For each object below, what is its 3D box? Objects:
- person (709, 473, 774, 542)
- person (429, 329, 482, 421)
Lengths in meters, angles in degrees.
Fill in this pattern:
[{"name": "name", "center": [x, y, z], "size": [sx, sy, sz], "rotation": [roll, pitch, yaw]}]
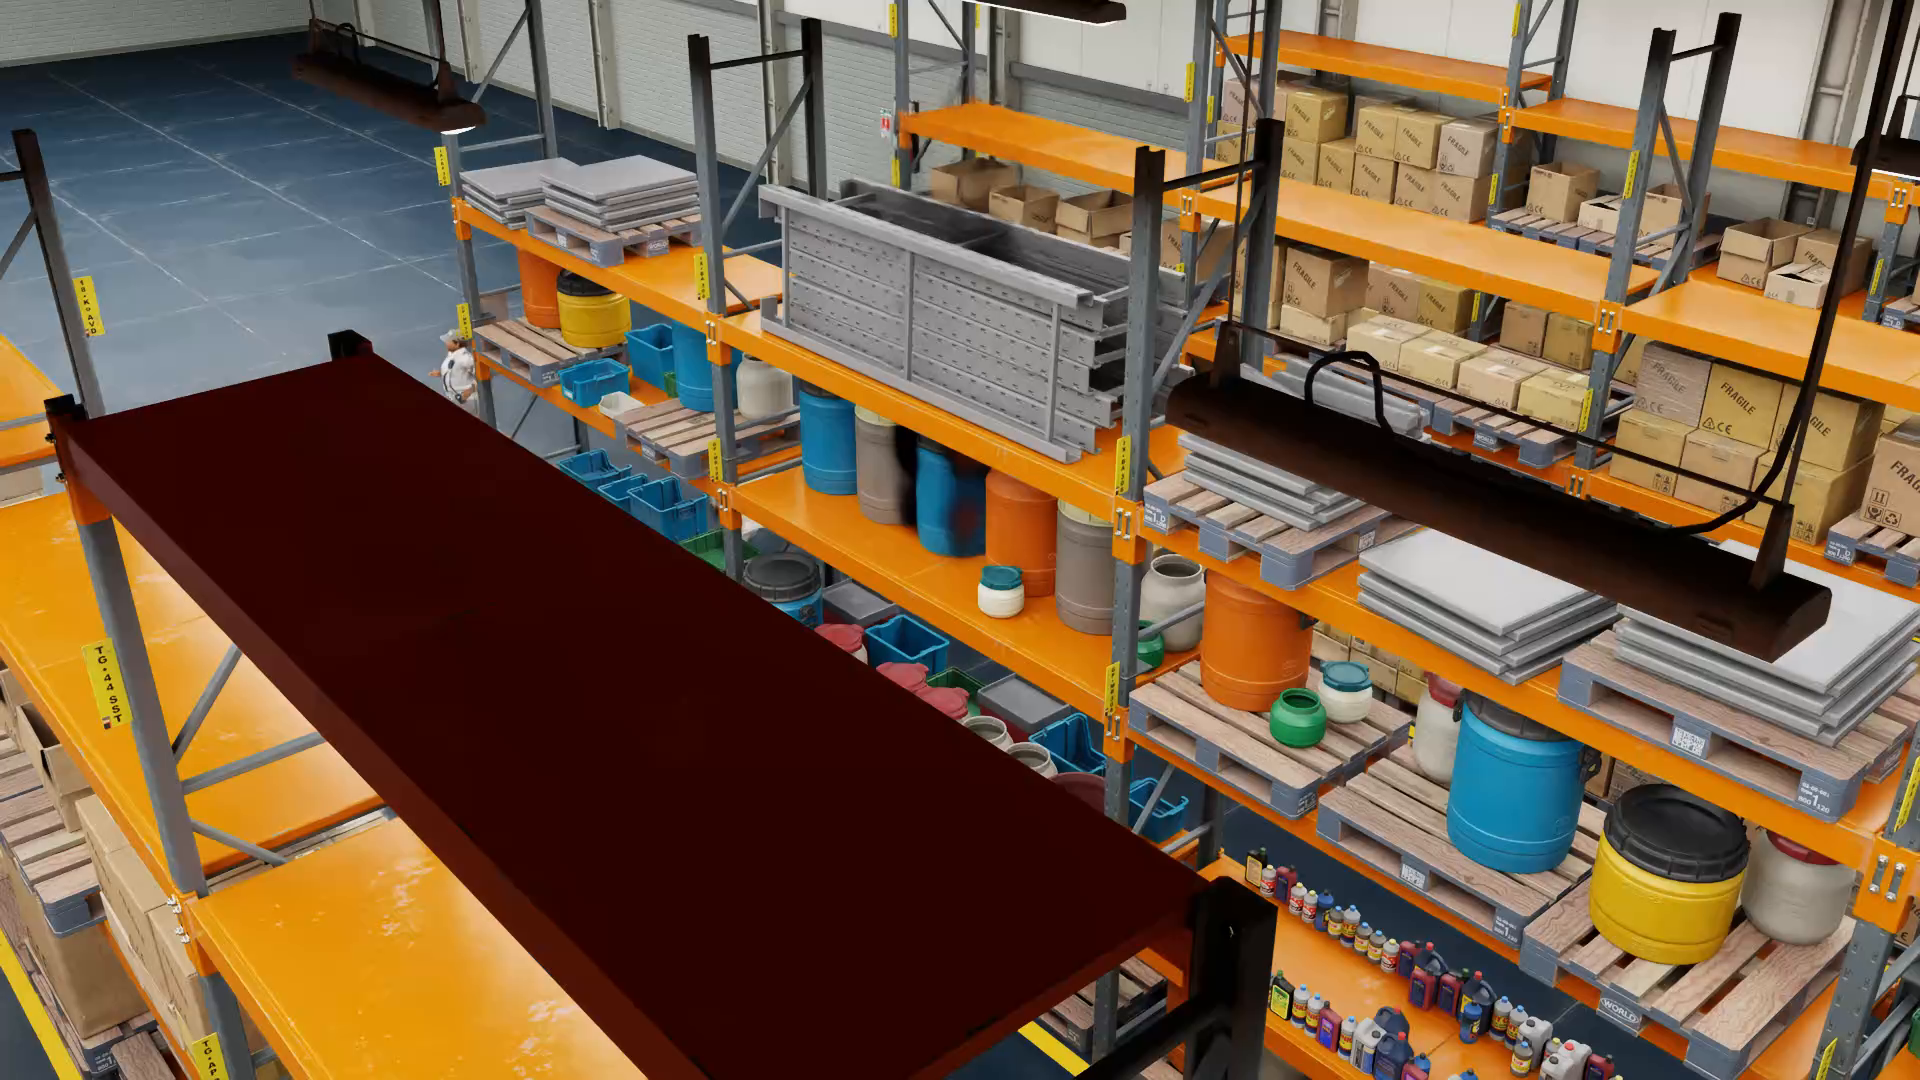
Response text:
[{"name": "person", "center": [-2.116, -0.175, 15.958], "size": [0.634, 1.738, 0.668], "rotation": [20, 33, 34]}, {"name": "person", "center": [-5.606, -1.585, 18.819], "size": [0.874, 1.691, 0.598], "rotation": [-8, 28, -16]}]
